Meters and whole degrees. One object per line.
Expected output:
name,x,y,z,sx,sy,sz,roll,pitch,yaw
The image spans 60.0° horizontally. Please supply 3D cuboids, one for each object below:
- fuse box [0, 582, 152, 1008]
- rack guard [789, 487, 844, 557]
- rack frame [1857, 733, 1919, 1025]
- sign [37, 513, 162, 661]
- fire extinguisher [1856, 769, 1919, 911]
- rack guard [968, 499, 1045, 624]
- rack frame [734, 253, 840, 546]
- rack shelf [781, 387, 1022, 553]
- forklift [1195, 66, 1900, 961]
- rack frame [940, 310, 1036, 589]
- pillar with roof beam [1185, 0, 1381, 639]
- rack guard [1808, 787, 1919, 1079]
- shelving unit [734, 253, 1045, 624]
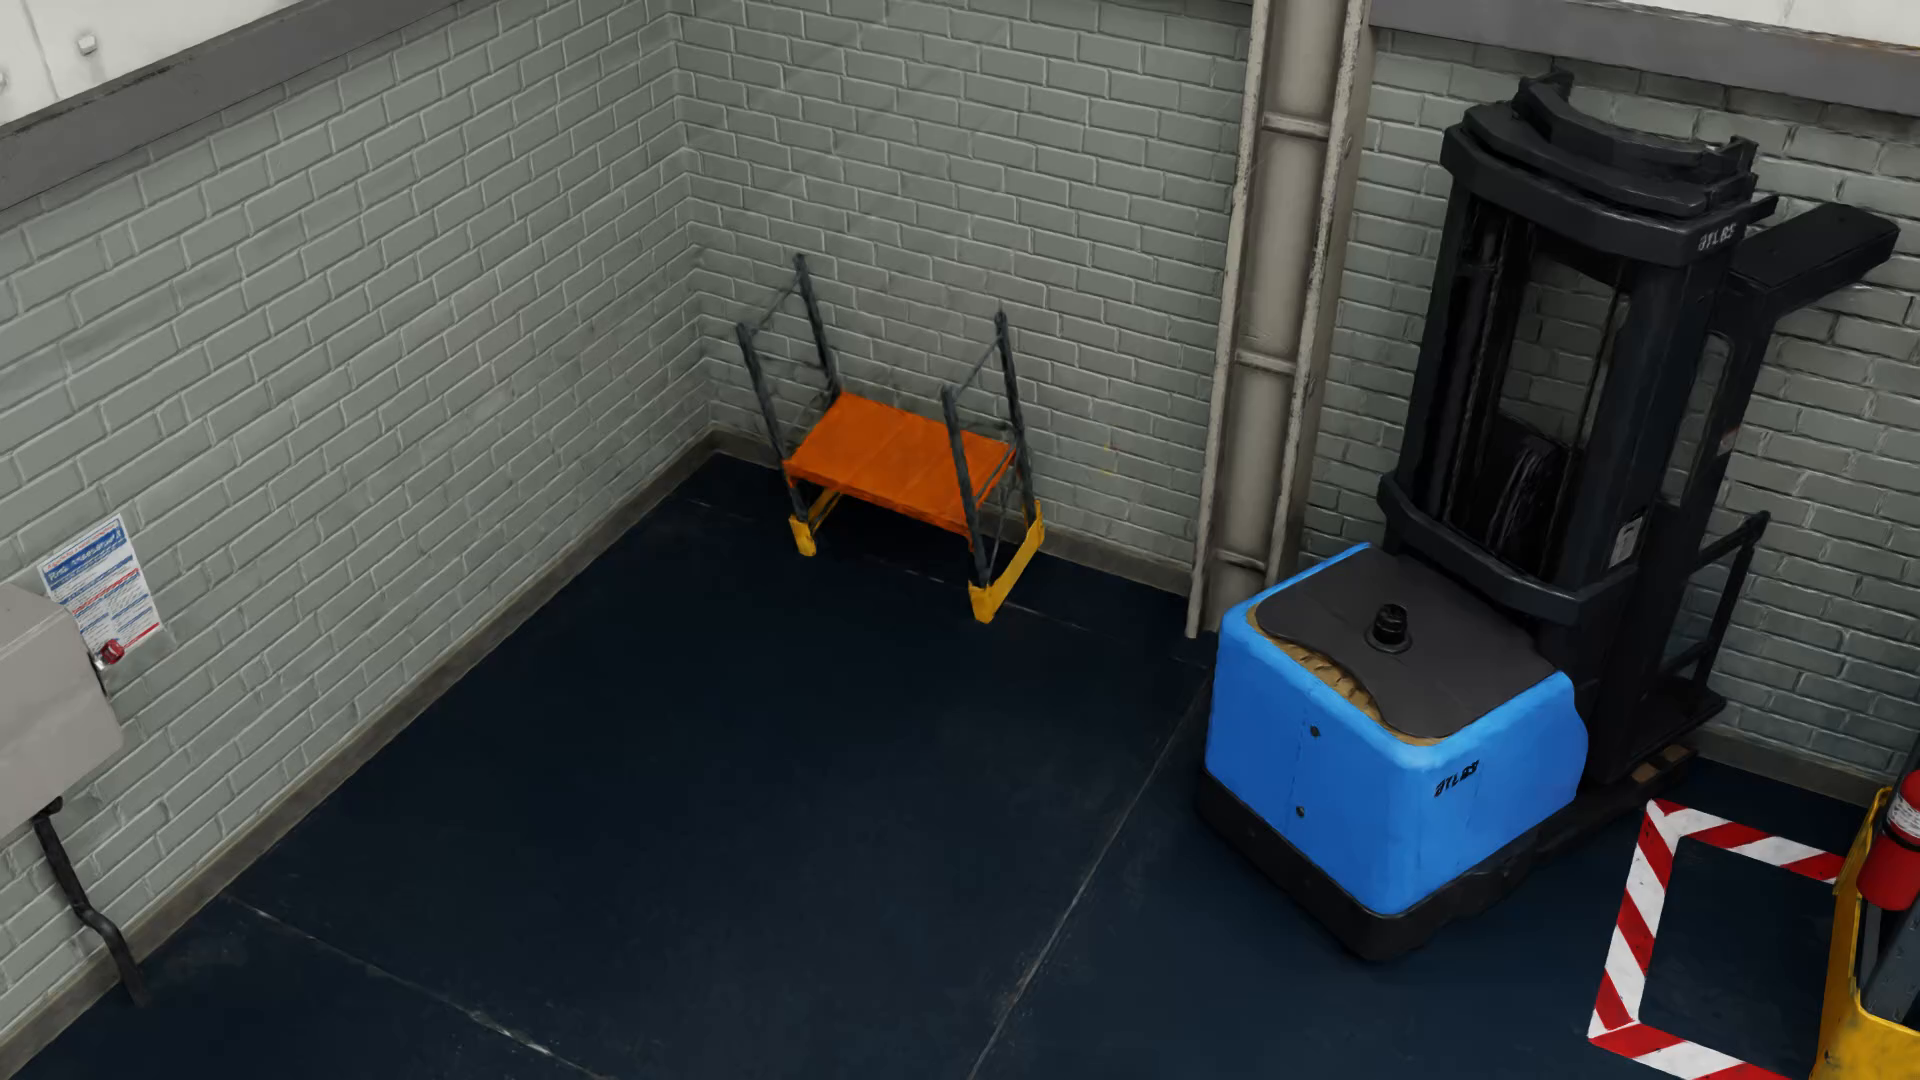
fuse box,-2.938,0.992,5.548,0.414,1.711,0.539,17,41,21
rack guard,-0.634,-0.210,8.220,0.087,0.250,0.587,20,57,24
rack frame,3.263,0.455,5.189,0.127,3.000,1.000,17,41,21
sign,-2.895,0.194,5.612,0.001,0.494,0.329,17,41,21
fire extinguisher,2.920,0.842,5.052,0.183,0.674,0.296,17,41,21
rack guard,0.223,0.094,7.815,0.087,0.250,0.587,20,57,24
rack frame,-0.720,-0.606,7.743,0.032,1.500,0.500,20,57,24
rack shelf,-0.258,-0.337,7.674,1.000,0.185,0.538,20,57,24
forklift,2.448,-0.324,6.273,3.031,2.935,1.130,-23,43,-27
rack frame,0.155,-0.295,7.330,0.032,1.500,0.500,20,57,24
pillar with roof beam,-0.696,-0.857,1.956,0.400,9.000,9.100,17,41,21
rack guard,3.331,1.472,5.917,0.348,0.500,1.175,17,41,21
shelving unit,-0.290,-0.453,7.540,1.083,1.500,0.587,20,57,24
